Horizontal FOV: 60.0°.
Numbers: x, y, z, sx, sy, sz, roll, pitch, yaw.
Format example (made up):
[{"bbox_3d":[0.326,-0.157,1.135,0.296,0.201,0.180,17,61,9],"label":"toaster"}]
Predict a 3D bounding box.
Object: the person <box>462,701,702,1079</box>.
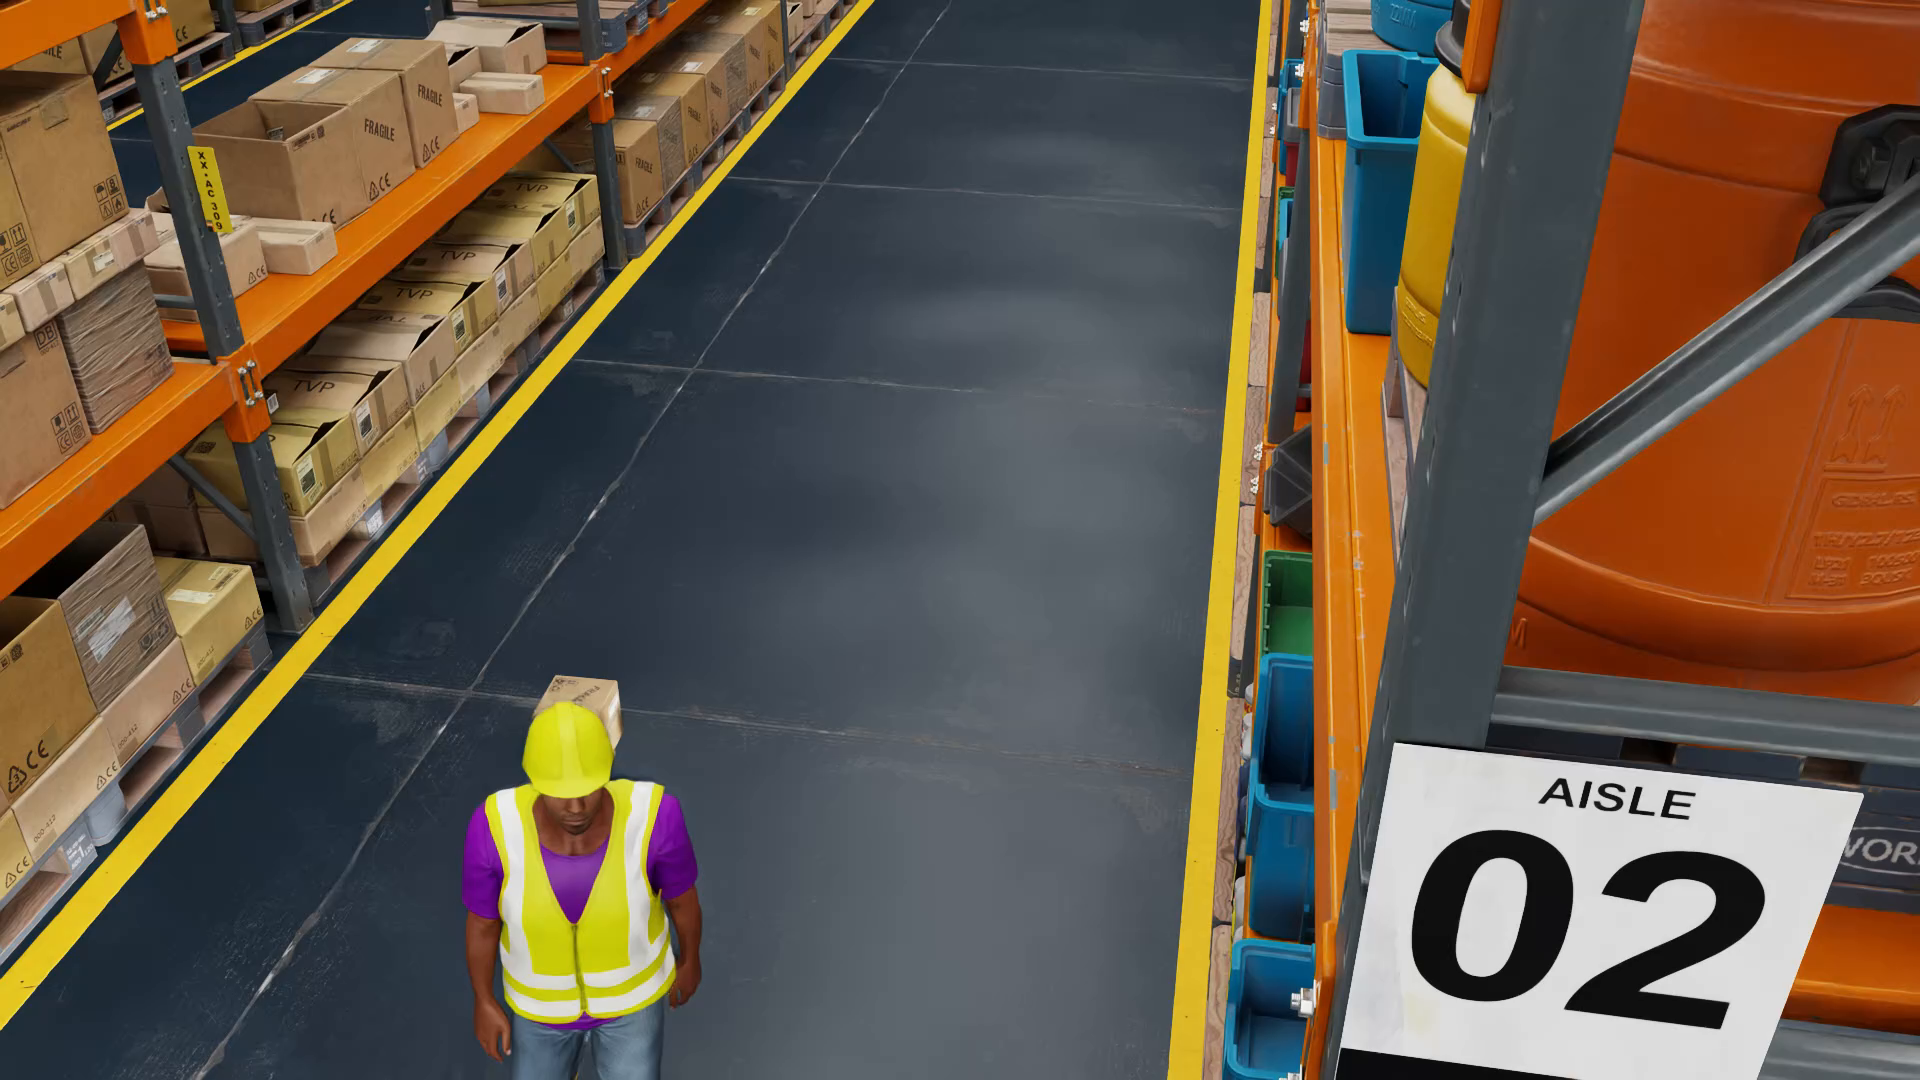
[{"bbox_3d":[-0.960,1.105,4.326,0.600,1.750,0.774,-4,32,-7],"label":"person"}]
